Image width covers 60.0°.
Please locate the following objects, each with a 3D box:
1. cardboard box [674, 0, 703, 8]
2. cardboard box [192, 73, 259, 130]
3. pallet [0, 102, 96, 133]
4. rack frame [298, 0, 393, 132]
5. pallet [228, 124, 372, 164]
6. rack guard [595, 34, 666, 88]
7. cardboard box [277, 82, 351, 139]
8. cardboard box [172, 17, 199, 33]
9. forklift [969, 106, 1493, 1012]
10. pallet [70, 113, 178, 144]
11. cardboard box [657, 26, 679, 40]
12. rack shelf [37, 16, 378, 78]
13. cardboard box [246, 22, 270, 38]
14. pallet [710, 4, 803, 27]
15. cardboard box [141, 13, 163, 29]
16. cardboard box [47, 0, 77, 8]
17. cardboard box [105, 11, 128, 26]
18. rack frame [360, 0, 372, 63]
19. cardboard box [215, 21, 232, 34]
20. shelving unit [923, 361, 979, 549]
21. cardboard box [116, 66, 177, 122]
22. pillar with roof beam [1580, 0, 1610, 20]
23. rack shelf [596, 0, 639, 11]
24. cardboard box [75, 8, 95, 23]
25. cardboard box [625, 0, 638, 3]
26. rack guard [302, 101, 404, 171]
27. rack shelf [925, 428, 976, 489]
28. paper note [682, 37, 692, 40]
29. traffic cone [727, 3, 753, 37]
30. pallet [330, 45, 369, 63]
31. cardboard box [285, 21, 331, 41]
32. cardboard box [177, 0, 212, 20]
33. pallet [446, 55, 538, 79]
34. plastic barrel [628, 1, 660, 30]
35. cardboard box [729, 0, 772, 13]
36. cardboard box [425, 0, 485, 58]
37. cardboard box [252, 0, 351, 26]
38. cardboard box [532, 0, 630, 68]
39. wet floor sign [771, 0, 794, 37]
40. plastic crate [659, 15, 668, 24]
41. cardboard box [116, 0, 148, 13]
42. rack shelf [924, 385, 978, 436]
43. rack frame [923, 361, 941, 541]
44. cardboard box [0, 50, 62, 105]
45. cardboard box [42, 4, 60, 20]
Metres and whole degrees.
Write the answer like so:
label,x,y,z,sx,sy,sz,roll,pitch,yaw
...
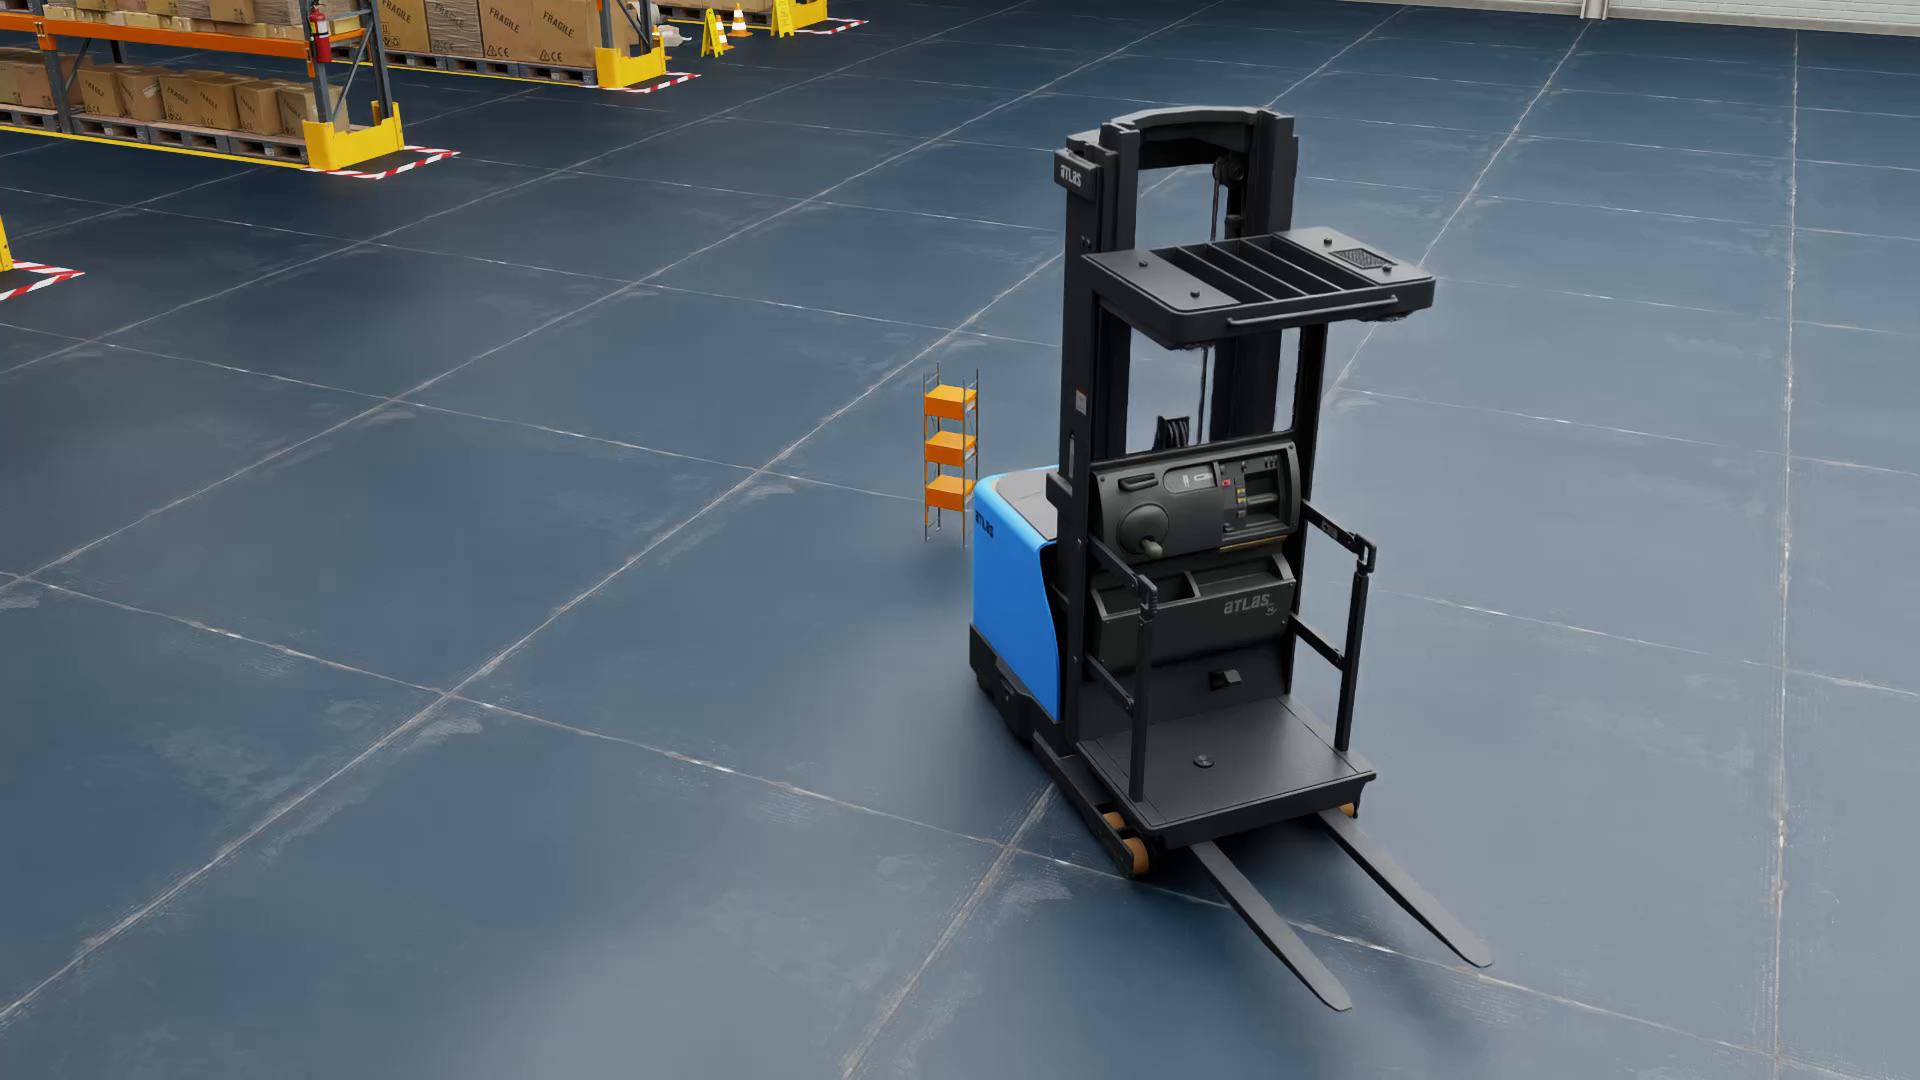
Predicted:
label,x,y,z,sx,sy,sz,roll,pitch,yaw
cardboard box,-4.241,-8.707,26.676,0.500,0.250,0.500,10,28,20
cardboard box,-8.231,-4.942,18.746,0.500,0.500,0.500,14,30,27
pallet,-10.899,-5.158,19.988,1.213,0.211,1.003,11,28,22
rack frame,-6.549,-5.536,17.599,0.127,3.000,1.000,11,28,22
pallet,-7.343,-4.462,18.573,1.213,0.211,1.003,11,28,22
rack guard,-4.382,-6.386,22.155,0.348,0.500,1.175,11,28,22
cardboard box,-7.110,-4.724,18.304,0.500,0.500,0.500,17,31,31
cardboard box,-8.303,-5.625,18.063,0.250,0.149,0.380,11,28,22
forklift,1.073,-0.126,6.688,1.130,2.935,3.031,-10,28,-20
pallet,-9.564,-4.908,19.480,1.213,0.211,1.003,11,28,22
cardboard box,-4.475,-7.669,25.159,0.380,0.149,0.250,-18,31,-31
rack shelf,-8.369,-5.579,18.500,4.000,0.370,1.077,11,28,22
cardboard box,-7.370,-5.464,17.736,0.250,0.149,0.380,11,28,22
pallet,-3.241,-8.447,26.667,1.213,0.211,1.003,11,28,22
cardboard box,-8.748,-5.726,18.268,0.250,0.149,0.380,11,28,22
cardboard box,-9.806,-6.339,18.779,0.500,0.500,0.875,11,28,22
cardboard box,-9.216,-5.805,18.429,0.250,0.149,0.380,11,28,22
rack frame,-8.045,-8.243,23.097,0.127,3.000,1.000,11,28,22
cardboard box,-7.802,-5.578,17.968,0.250,0.149,0.380,11,28,22
shelving unit,-0.049,-0.481,9.538,0.252,1.050,0.215,11,28,22
cardboard box,-9.318,-5.144,19.156,0.500,0.500,0.500,22,34,38
pillar with roof beam,8.485,-10.774,21.445,0.400,9.000,9.100,11,28,22
rack shelf,-6.224,-7.555,22.514,4.000,0.370,1.077,11,28,22
cardboard box,-9.658,-5.909,18.641,0.250,0.149,0.380,11,28,22
cardboard box,-5.172,-8.898,27.064,0.500,0.250,0.500,13,29,25
rack guard,-6.618,-4.429,18.179,0.348,0.500,1.175,11,28,22
rack shelf,-0.049,-0.471,9.543,0.240,0.259,0.215,11,28,22
paper note,-4.131,-7.561,25.073,0.142,0.019,0.148,2,26,4
traffic cone,-3.372,-7.943,25.359,0.334,0.463,0.336,11,28,22
pallet,-8.779,-7.103,23.938,1.213,0.211,1.003,11,28,22
cardboard box,-6.894,-5.393,17.591,0.250,0.149,0.380,11,28,22
cardboard box,-7.980,-5.978,18.046,0.500,0.500,0.875,11,28,22
pallet,-6.271,-6.599,22.915,1.213,0.211,1.003,11,28,22
plastic barrel,-4.954,-8.134,25.792,0.512,0.421,0.421,-12,29,-23
cardboard box,-3.316,-8.520,26.296,0.500,0.250,0.500,11,28,22
cardboard box,-6.679,-7.172,22.852,0.875,0.875,0.875,12,28,22
cardboard box,-7.038,-5.826,17.738,0.500,0.500,0.875,11,28,22
cardboard box,-5.048,-6.845,22.186,0.875,0.875,0.875,12,28,22
wet floor sign,-2.717,-8.000,25.268,0.232,0.644,0.267,23,35,39
plastic crate,-4.998,-8.326,26.570,0.583,0.080,0.402,2,26,4
cardboard box,-8.869,-6.182,18.461,0.500,0.500,0.875,11,28,22
rack shelf,-0.049,-0.726,9.417,0.240,0.259,0.215,11,28,22
rack frame,-0.160,-0.503,9.583,0.008,1.050,0.200,11,28,22
cardboard box,-11.167,-5.559,19.977,0.500,0.500,0.700,11,28,21
cardboard box,-10.119,-5.995,18.814,0.250,0.149,0.380,11,28,22
